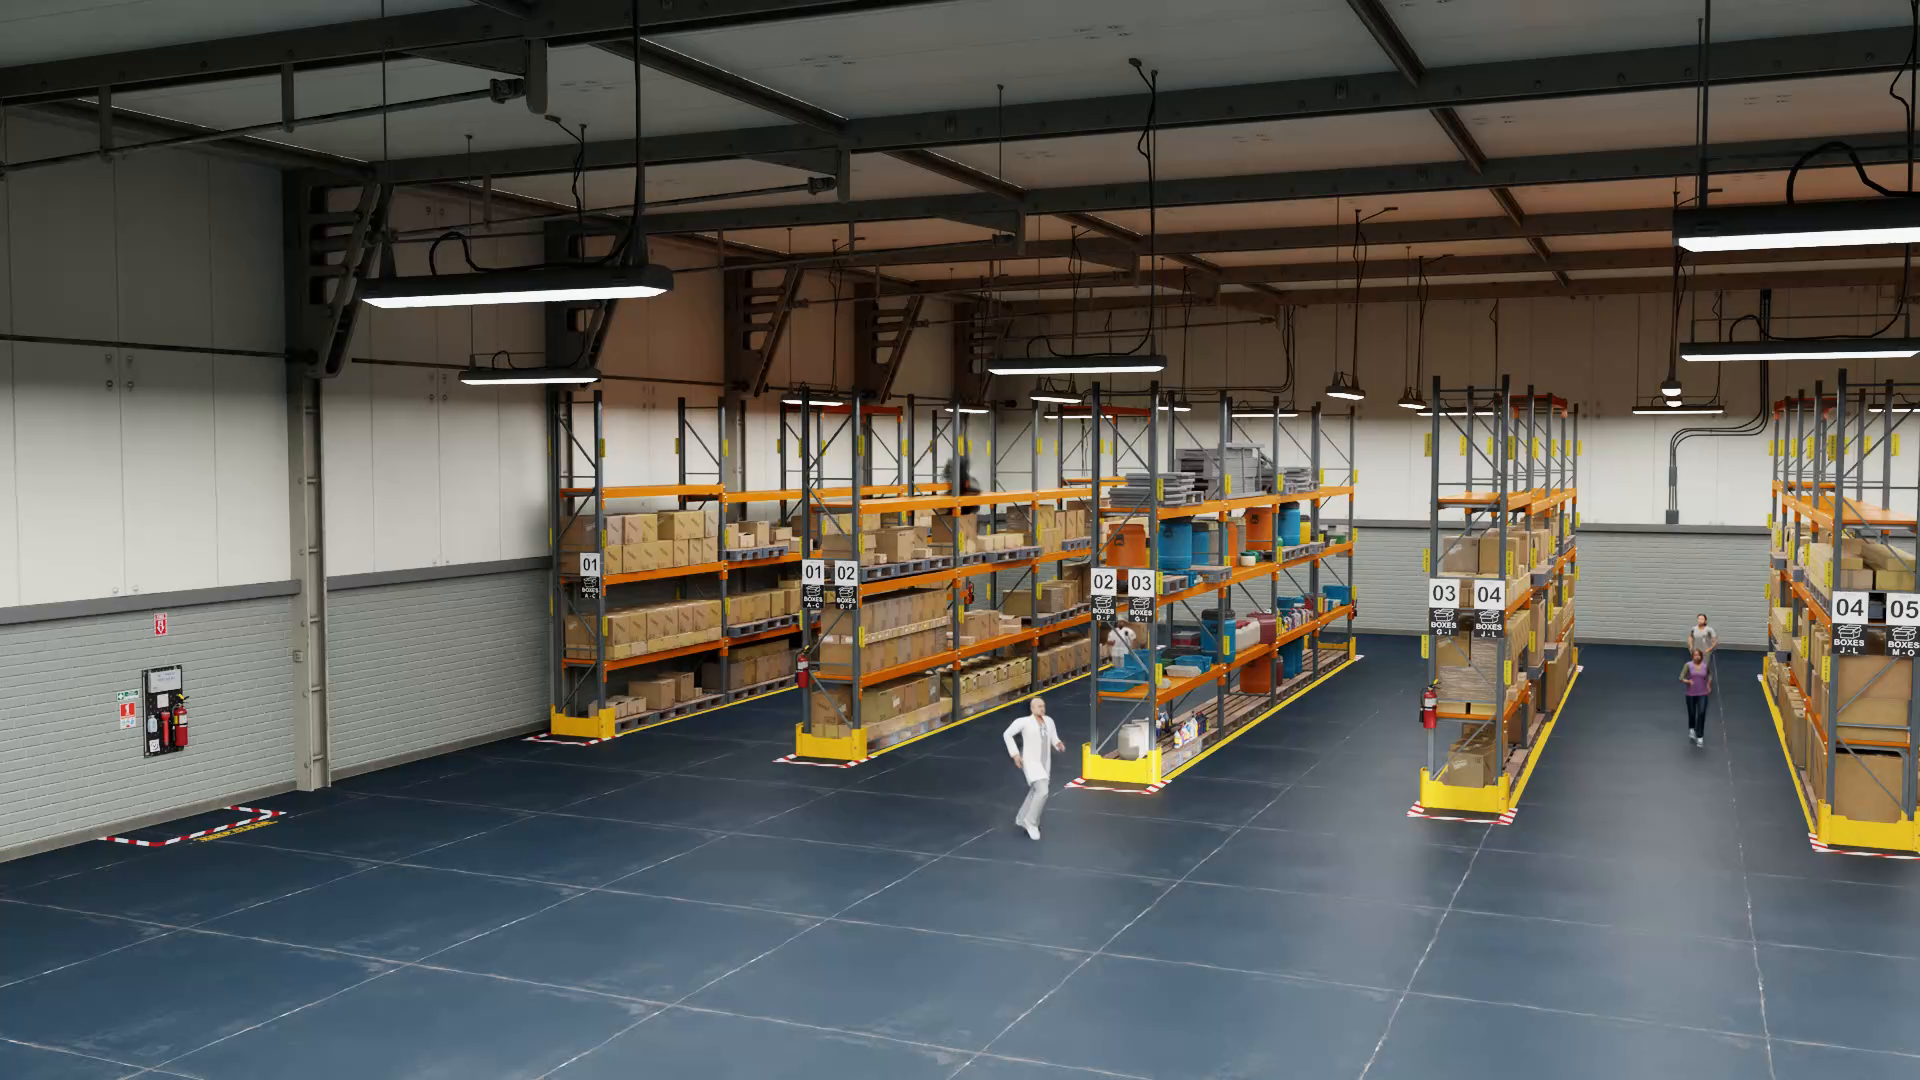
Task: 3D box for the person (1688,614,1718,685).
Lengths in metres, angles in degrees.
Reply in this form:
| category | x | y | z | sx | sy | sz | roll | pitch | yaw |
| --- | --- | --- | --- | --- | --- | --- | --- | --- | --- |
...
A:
| category | x | y | z | sx | sy | sz | roll | pitch | yaw |
| --- | --- | --- | --- | --- | --- | --- | --- | --- | --- |
| person | 15.123 | 2.324 | 33.886 | 0.582 | 1.649 | 0.775 | 2 | 4 | 34 |

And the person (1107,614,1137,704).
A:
| category | x | y | z | sx | sy | sz | roll | pitch | yaw |
| --- | --- | --- | --- | --- | --- | --- | --- | --- | --- |
| person | 3.184 | 2.335 | 32.907 | 0.560 | 1.754 | 0.728 | 1 | 3 | 19 |

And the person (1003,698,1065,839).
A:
| category | x | y | z | sx | sy | sz | roll | pitch | yaw |
| --- | --- | --- | --- | --- | --- | --- | --- | --- | --- |
| person | 1.000 | 2.945 | 21.482 | 0.693 | 1.822 | 0.808 | -3 | 4 | -42 |

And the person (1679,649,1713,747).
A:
| category | x | y | z | sx | sy | sz | roll | pitch | yaw |
| --- | --- | --- | --- | --- | --- | --- | --- | --- | --- |
| person | 12.433 | 2.628 | 28.101 | 0.539 | 1.602 | 0.872 | 1 | 3 | 21 |
